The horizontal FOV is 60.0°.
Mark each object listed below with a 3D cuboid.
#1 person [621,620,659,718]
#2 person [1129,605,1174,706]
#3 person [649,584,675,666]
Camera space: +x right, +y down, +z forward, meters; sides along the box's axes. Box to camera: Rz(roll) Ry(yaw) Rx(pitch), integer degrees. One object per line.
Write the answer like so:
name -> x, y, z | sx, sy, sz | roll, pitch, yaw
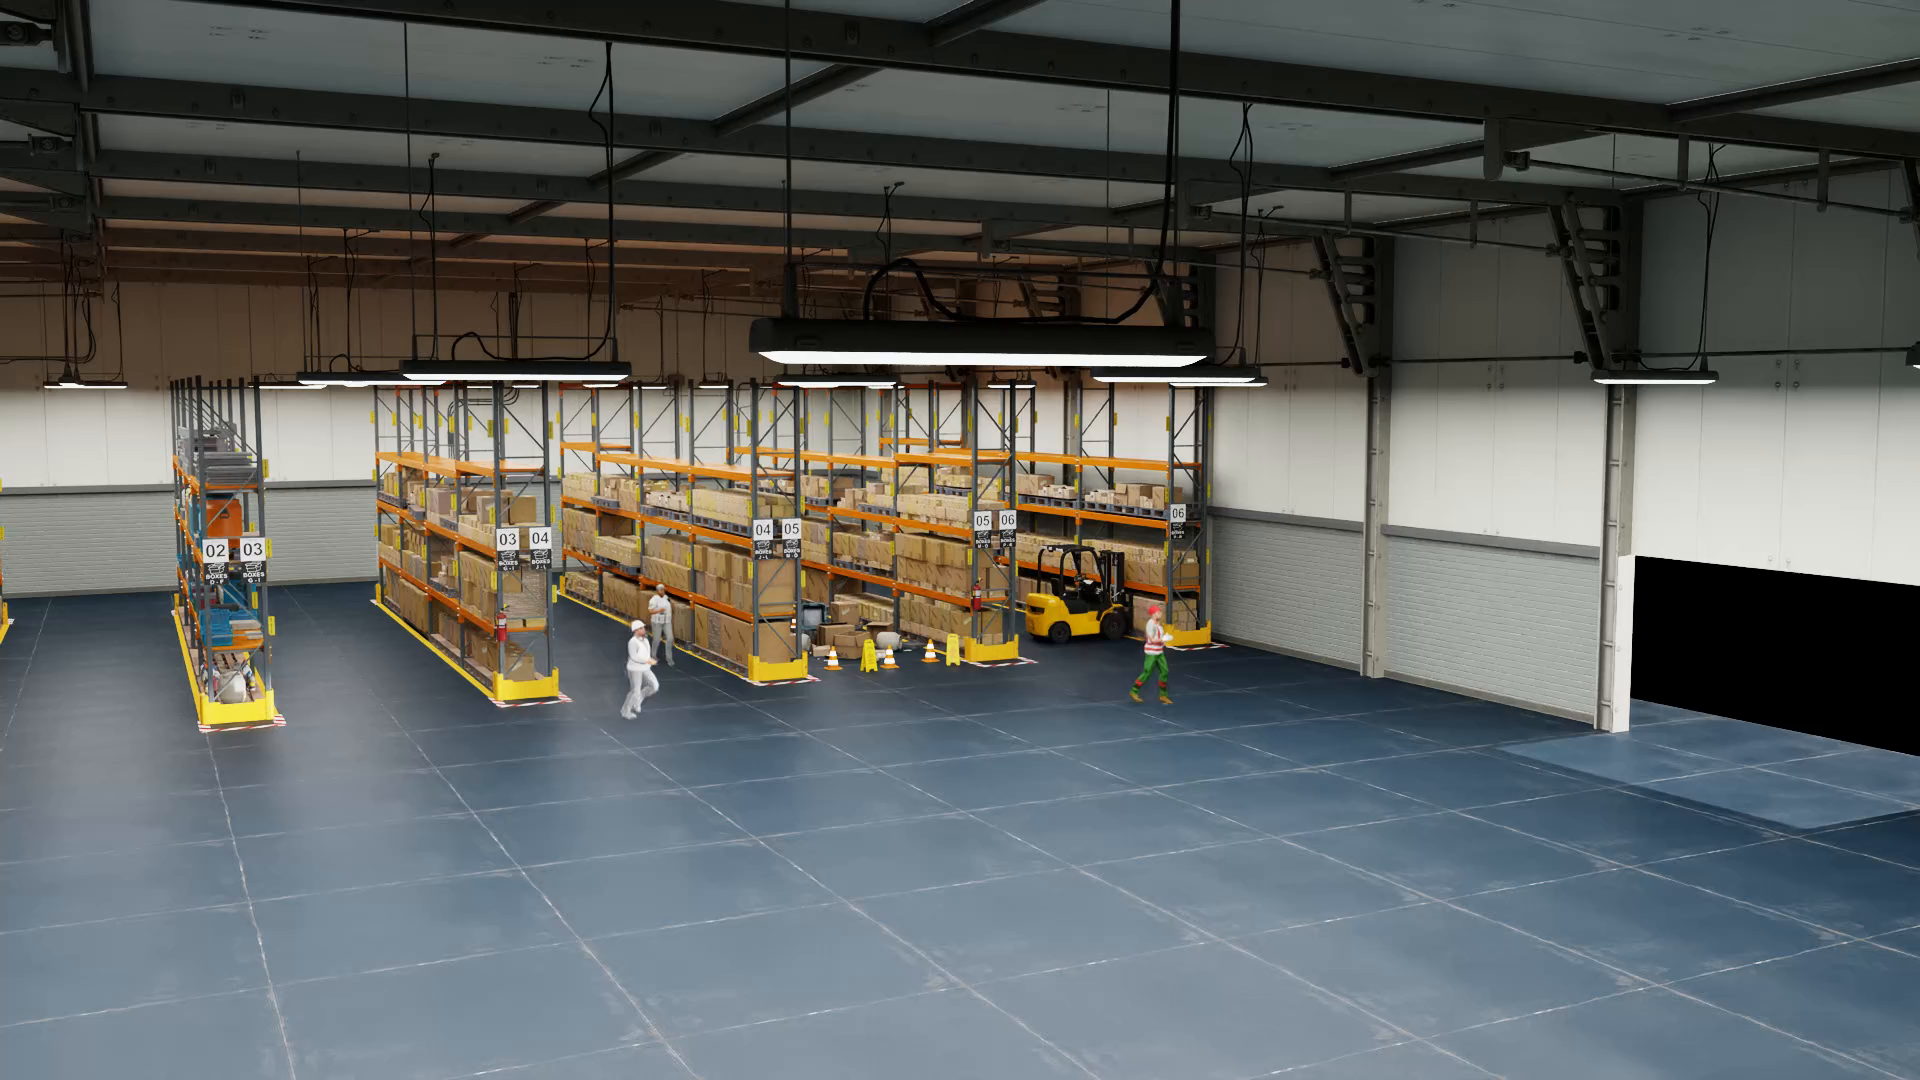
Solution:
person -> -5.600, 2.258, 29.193 | 0.740, 1.726, 0.681 | 2, 5, 20
person -> 3.515, 2.111, 30.442 | 0.837, 1.846, 0.662 | 2, 6, 26
person -> -6.301, 1.779, 34.993 | 0.569, 1.718, 0.735 | -4, 6, -35
